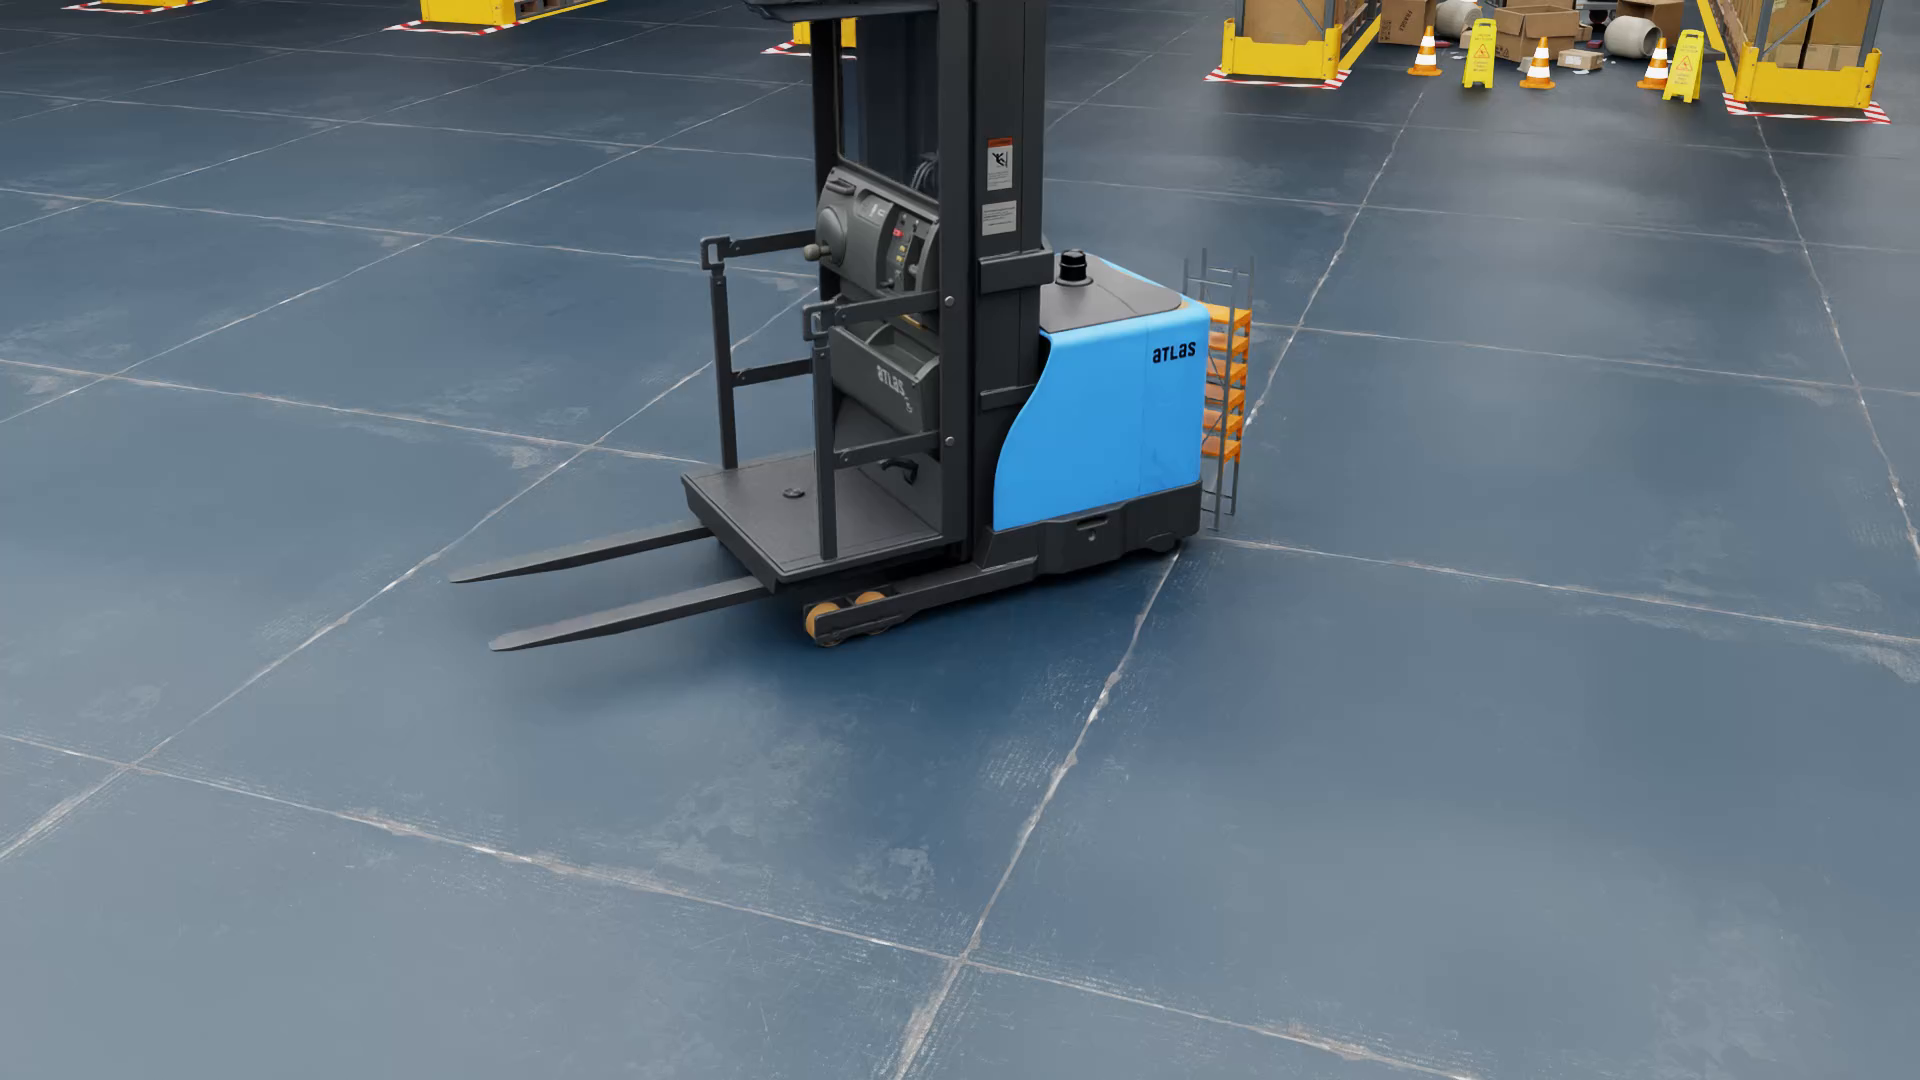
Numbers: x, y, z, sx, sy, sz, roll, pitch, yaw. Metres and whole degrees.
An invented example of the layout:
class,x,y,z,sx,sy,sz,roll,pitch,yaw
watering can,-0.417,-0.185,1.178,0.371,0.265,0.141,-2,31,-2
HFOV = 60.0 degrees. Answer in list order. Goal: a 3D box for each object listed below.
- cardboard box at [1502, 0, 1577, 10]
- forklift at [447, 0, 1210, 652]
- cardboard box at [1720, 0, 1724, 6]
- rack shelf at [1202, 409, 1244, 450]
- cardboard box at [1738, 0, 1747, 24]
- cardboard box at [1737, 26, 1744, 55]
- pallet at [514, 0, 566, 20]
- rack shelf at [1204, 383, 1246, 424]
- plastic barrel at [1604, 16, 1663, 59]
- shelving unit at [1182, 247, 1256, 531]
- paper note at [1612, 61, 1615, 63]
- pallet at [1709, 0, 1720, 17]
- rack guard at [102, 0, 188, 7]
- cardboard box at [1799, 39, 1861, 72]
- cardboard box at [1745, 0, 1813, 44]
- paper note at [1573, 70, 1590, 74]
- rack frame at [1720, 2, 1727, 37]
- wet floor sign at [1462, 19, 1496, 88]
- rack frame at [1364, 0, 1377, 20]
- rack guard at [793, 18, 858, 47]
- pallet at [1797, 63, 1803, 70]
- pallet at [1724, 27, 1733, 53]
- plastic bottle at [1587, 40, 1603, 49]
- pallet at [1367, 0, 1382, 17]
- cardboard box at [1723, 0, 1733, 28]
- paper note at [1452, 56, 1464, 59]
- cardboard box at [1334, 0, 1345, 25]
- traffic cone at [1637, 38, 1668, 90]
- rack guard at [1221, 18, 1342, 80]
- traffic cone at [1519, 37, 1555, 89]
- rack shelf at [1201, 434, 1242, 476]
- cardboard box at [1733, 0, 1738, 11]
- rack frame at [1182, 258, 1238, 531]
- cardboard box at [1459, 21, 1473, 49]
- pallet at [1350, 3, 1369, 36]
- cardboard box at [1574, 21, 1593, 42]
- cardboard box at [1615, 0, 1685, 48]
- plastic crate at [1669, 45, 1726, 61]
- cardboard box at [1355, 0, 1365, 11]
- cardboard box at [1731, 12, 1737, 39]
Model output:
class,x,y,z,sx,sy,sz,roll,pitch,yaw
cardboard box,6.518,-5.934,18.772,0.797,0.637,0.503,9,27,17
forklift,-0.505,-1.172,6.307,3.031,2.935,1.130,-14,29,-26
cardboard box,9.757,-6.684,20.146,0.950,0.372,0.625,11,28,21
rack shelf,1.085,-0.494,7.271,0.258,0.103,0.180,15,30,29
cardboard box,8.383,-5.599,17.185,0.500,0.500,0.500,8,27,16
cardboard box,8.212,-5.056,16.924,0.500,0.250,0.500,9,27,18
pallet,-5.742,-6.793,21.038,1.003,0.211,1.213,9,27,17
rack shelf,1.085,-0.602,7.218,0.258,0.103,0.180,15,30,29
plastic barrel,7.277,-5.431,17.980,0.421,0.421,0.512,-14,29,-27
shelving unit,1.085,-0.642,7.199,0.258,1.200,0.189,15,30,29
paper note,6.999,-5.118,17.810,0.032,0.001,0.123,9,27,17
pallet,10.010,-6.734,20.915,1.003,0.211,1.213,9,27,17
rack guard,-10.676,-7.262,21.675,1.175,0.500,0.348,9,27,17
cardboard box,8.547,-4.765,16.322,0.500,0.250,0.500,9,27,17
cardboard box,8.038,-5.178,16.315,0.500,0.500,0.500,9,27,18
paper note,6.455,-4.863,17.258,0.148,0.019,0.142,0,26,-1
rack frame,9.348,-7.165,18.607,1.000,3.000,0.127,9,27,17
wet floor sign,5.173,-4.839,16.505,0.267,0.644,0.232,4,26,8
rack frame,4.647,-7.842,20.004,1.000,3.000,0.127,9,27,17
rack guard,-1.303,-5.865,18.790,1.175,0.500,0.348,9,27,17
pallet,8.346,-4.627,16.563,1.003,0.211,1.213,9,27,17
pallet,9.158,-5.629,18.634,1.003,0.211,1.213,9,27,17
plastic bottle,7.150,-5.585,18.714,0.133,0.061,0.283,14,29,26
pallet,4.833,-6.915,21.289,1.003,0.211,1.213,9,27,17
cardboard box,8.897,-5.914,18.695,0.500,0.250,0.500,7,27,15
paper note,5.425,-5.242,18.043,0.144,0.017,0.142,20,32,35
cardboard box,3.770,-6.081,18.323,0.875,0.875,0.875,8,27,17
traffic cone,6.944,-4.744,16.516,0.336,0.463,0.334,9,27,17
rack guard,3.308,-5.063,17.133,1.175,0.500,0.348,9,27,17
traffic cone,5.784,-4.765,16.560,0.336,0.463,0.334,9,27,17
rack shelf,1.085,-0.386,7.323,0.258,0.103,0.180,15,30,29
cardboard box,8.730,-6.029,18.074,0.500,0.500,0.500,10,28,20
rack frame,1.037,-0.608,7.129,0.240,1.200,0.006,15,30,29
cardboard box,5.812,-5.638,18.589,0.396,0.266,0.258,14,29,26
pallet,4.320,-6.286,19.990,1.003,0.211,1.213,9,27,17
cardboard box,7.053,-5.911,19.154,0.258,0.266,0.396,-9,27,-18
cardboard box,7.709,-5.799,18.650,0.500,0.500,0.500,-14,29,-27
plastic crate,8.053,-5.325,18.157,0.402,0.080,0.583,0,26,-1
cardboard box,4.372,-6.826,19.863,0.875,0.875,0.875,9,27,18
cardboard box,8.556,-5.474,17.788,0.500,0.250,0.500,8,27,17
